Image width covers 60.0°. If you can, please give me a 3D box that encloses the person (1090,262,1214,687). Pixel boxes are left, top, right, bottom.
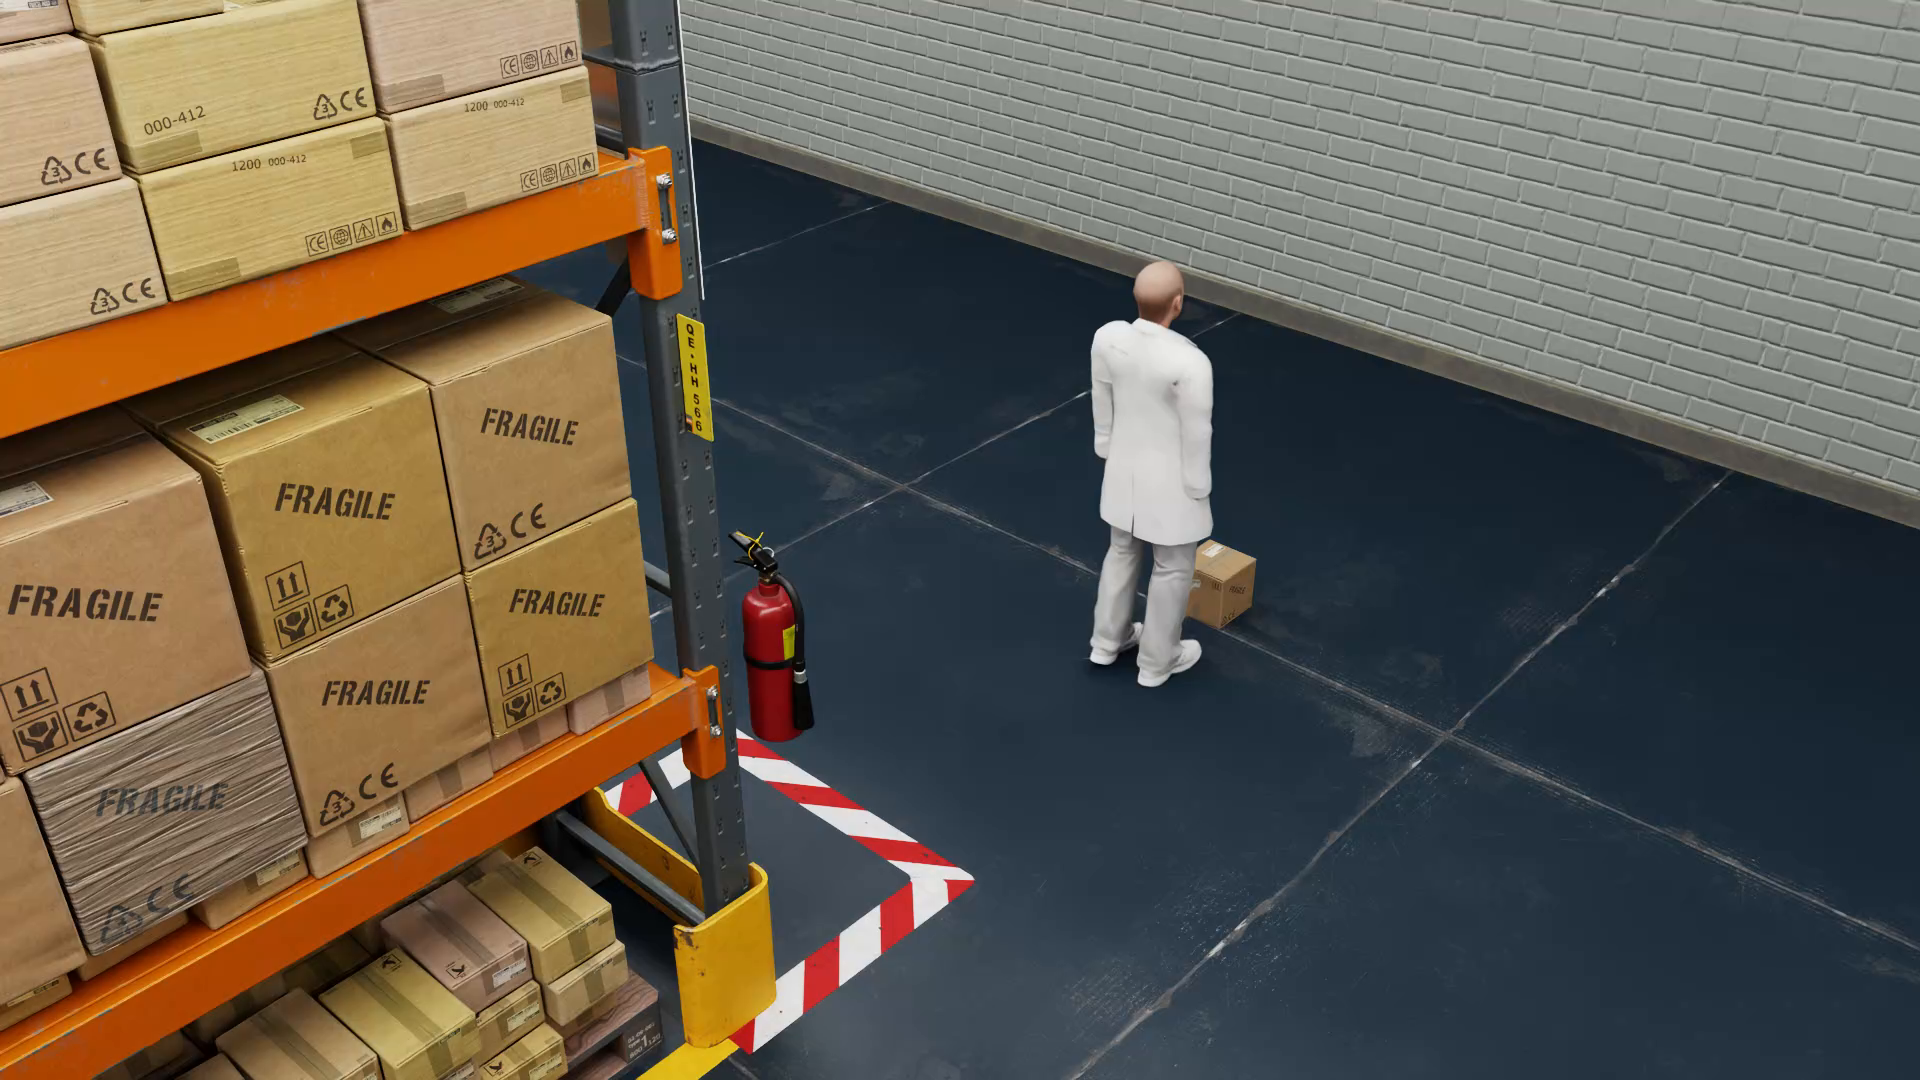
[{"bbox_3d":[0.762,-0.215,6.630,0.561,1.687,0.397,26,40,36],"label":"person"}]
